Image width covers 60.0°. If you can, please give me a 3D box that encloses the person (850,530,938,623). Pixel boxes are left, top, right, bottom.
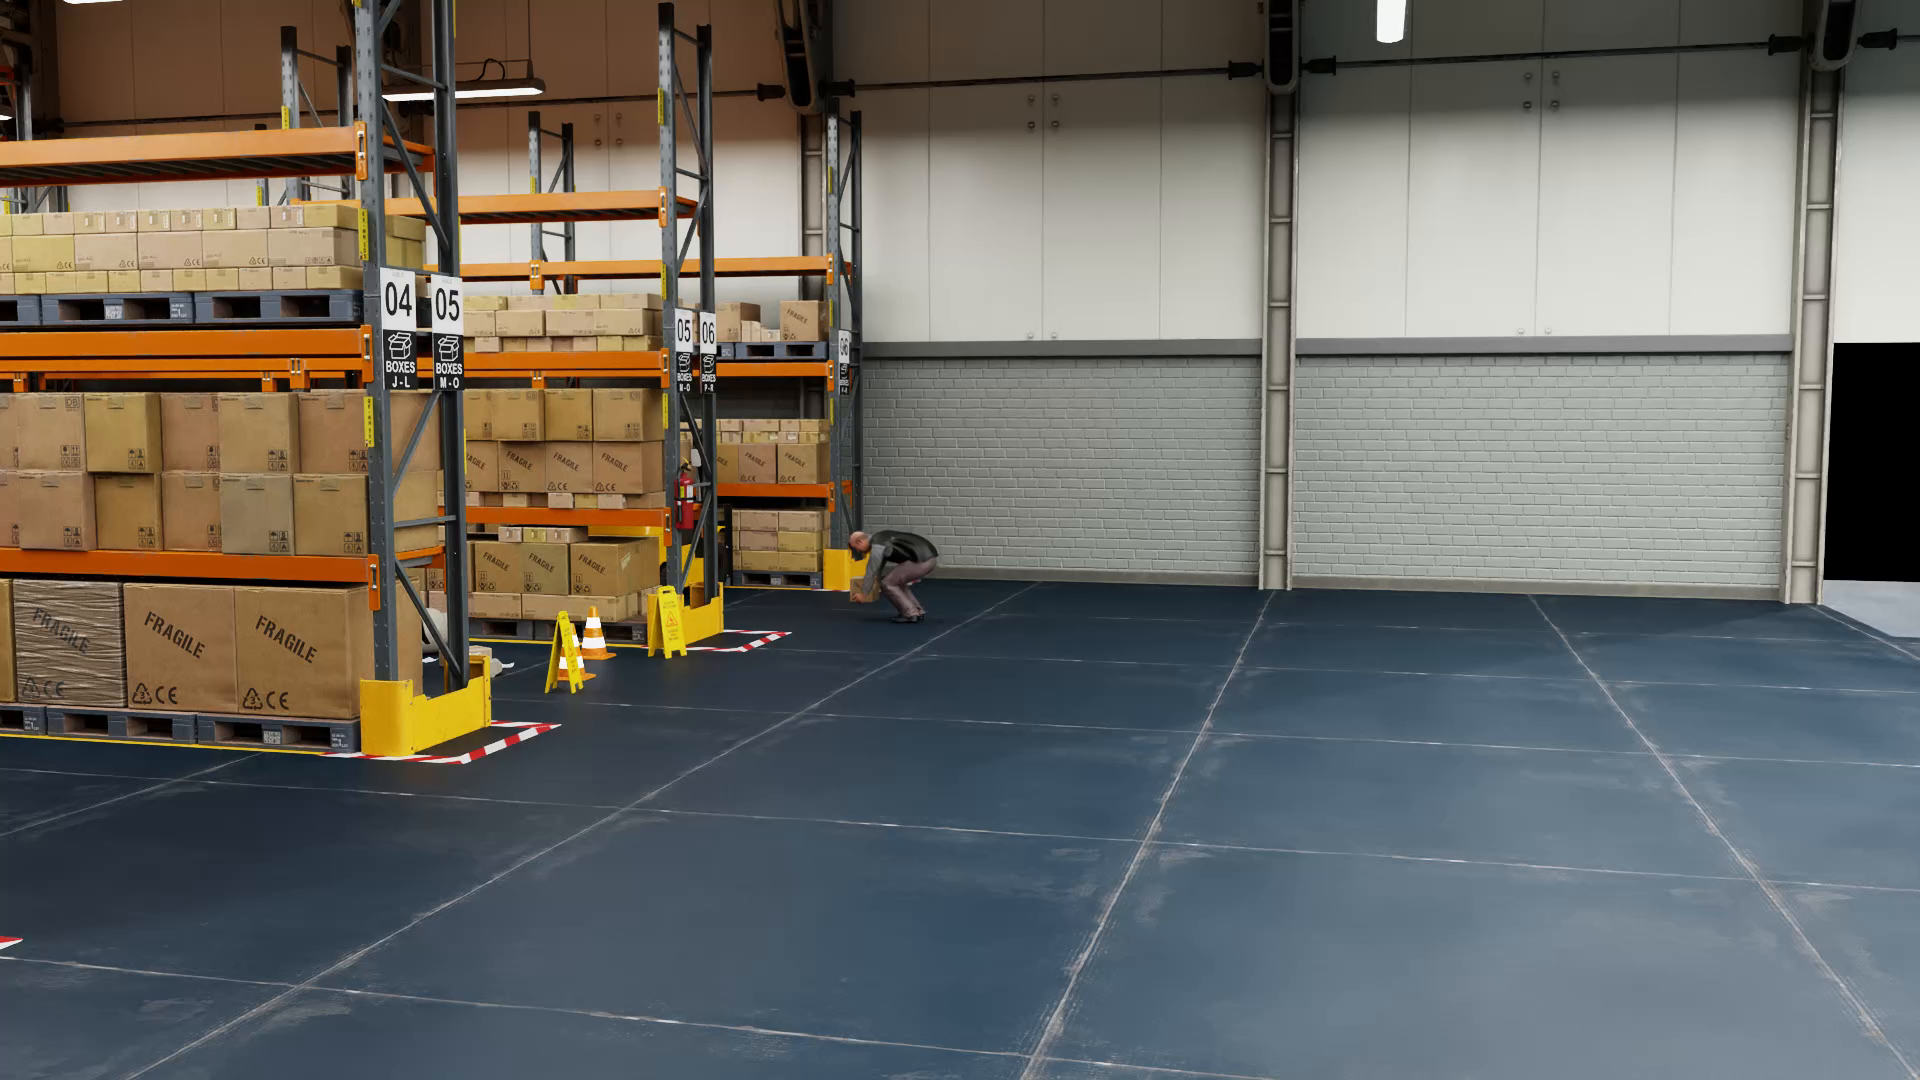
[{"bbox_3d":[-0.709,0.379,17.666,0.939,0.968,0.520,1,5,11],"label":"person"}]
